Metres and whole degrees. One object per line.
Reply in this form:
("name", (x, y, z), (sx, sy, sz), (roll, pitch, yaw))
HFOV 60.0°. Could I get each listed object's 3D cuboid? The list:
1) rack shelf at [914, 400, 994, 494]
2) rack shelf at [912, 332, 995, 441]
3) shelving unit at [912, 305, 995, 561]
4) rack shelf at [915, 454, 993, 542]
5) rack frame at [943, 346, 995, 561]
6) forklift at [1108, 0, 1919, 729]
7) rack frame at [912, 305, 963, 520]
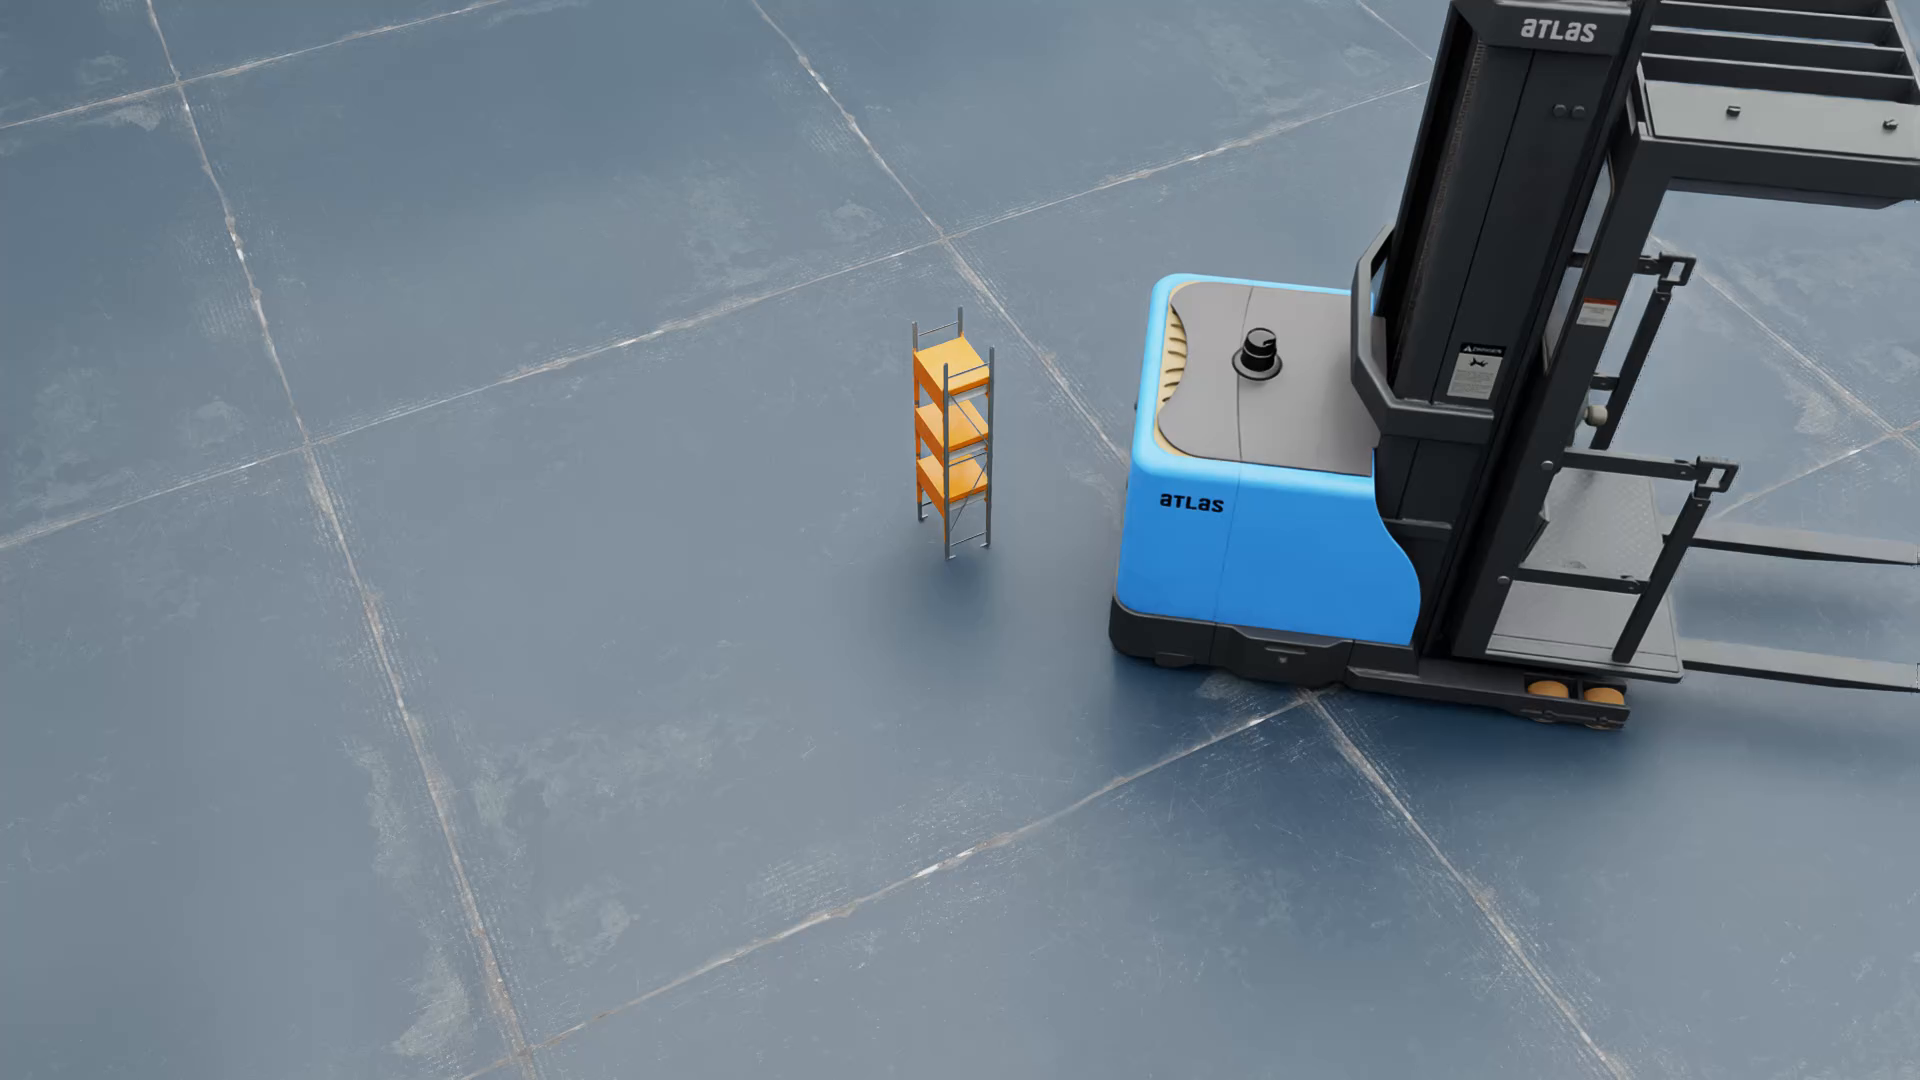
("rack shelf", (-0.024, -0.374, 6.287), (0.215, 0.259, 0.240), (-21, 52, -18))
("rack shelf", (-0.024, -0.561, 6.073), (0.215, 0.259, 0.240), (-21, 52, -18))
("shelving unit", (-0.024, -0.381, 6.279), (0.215, 1.050, 0.252), (-21, 52, -18))
("rack shelf", (-0.024, -0.192, 6.496), (0.215, 0.259, 0.240), (-21, 52, -18))
("rack frame", (0.031, -0.300, 6.207), (0.200, 1.050, 0.008), (-21, 52, -18))
("forklift", (2.120, -0.711, 5.317), (3.031, 2.935, 1.130), (7, 49, 6))
("rack frame", (-0.080, -0.463, 6.350), (0.200, 1.050, 0.008), (-21, 52, -18))
